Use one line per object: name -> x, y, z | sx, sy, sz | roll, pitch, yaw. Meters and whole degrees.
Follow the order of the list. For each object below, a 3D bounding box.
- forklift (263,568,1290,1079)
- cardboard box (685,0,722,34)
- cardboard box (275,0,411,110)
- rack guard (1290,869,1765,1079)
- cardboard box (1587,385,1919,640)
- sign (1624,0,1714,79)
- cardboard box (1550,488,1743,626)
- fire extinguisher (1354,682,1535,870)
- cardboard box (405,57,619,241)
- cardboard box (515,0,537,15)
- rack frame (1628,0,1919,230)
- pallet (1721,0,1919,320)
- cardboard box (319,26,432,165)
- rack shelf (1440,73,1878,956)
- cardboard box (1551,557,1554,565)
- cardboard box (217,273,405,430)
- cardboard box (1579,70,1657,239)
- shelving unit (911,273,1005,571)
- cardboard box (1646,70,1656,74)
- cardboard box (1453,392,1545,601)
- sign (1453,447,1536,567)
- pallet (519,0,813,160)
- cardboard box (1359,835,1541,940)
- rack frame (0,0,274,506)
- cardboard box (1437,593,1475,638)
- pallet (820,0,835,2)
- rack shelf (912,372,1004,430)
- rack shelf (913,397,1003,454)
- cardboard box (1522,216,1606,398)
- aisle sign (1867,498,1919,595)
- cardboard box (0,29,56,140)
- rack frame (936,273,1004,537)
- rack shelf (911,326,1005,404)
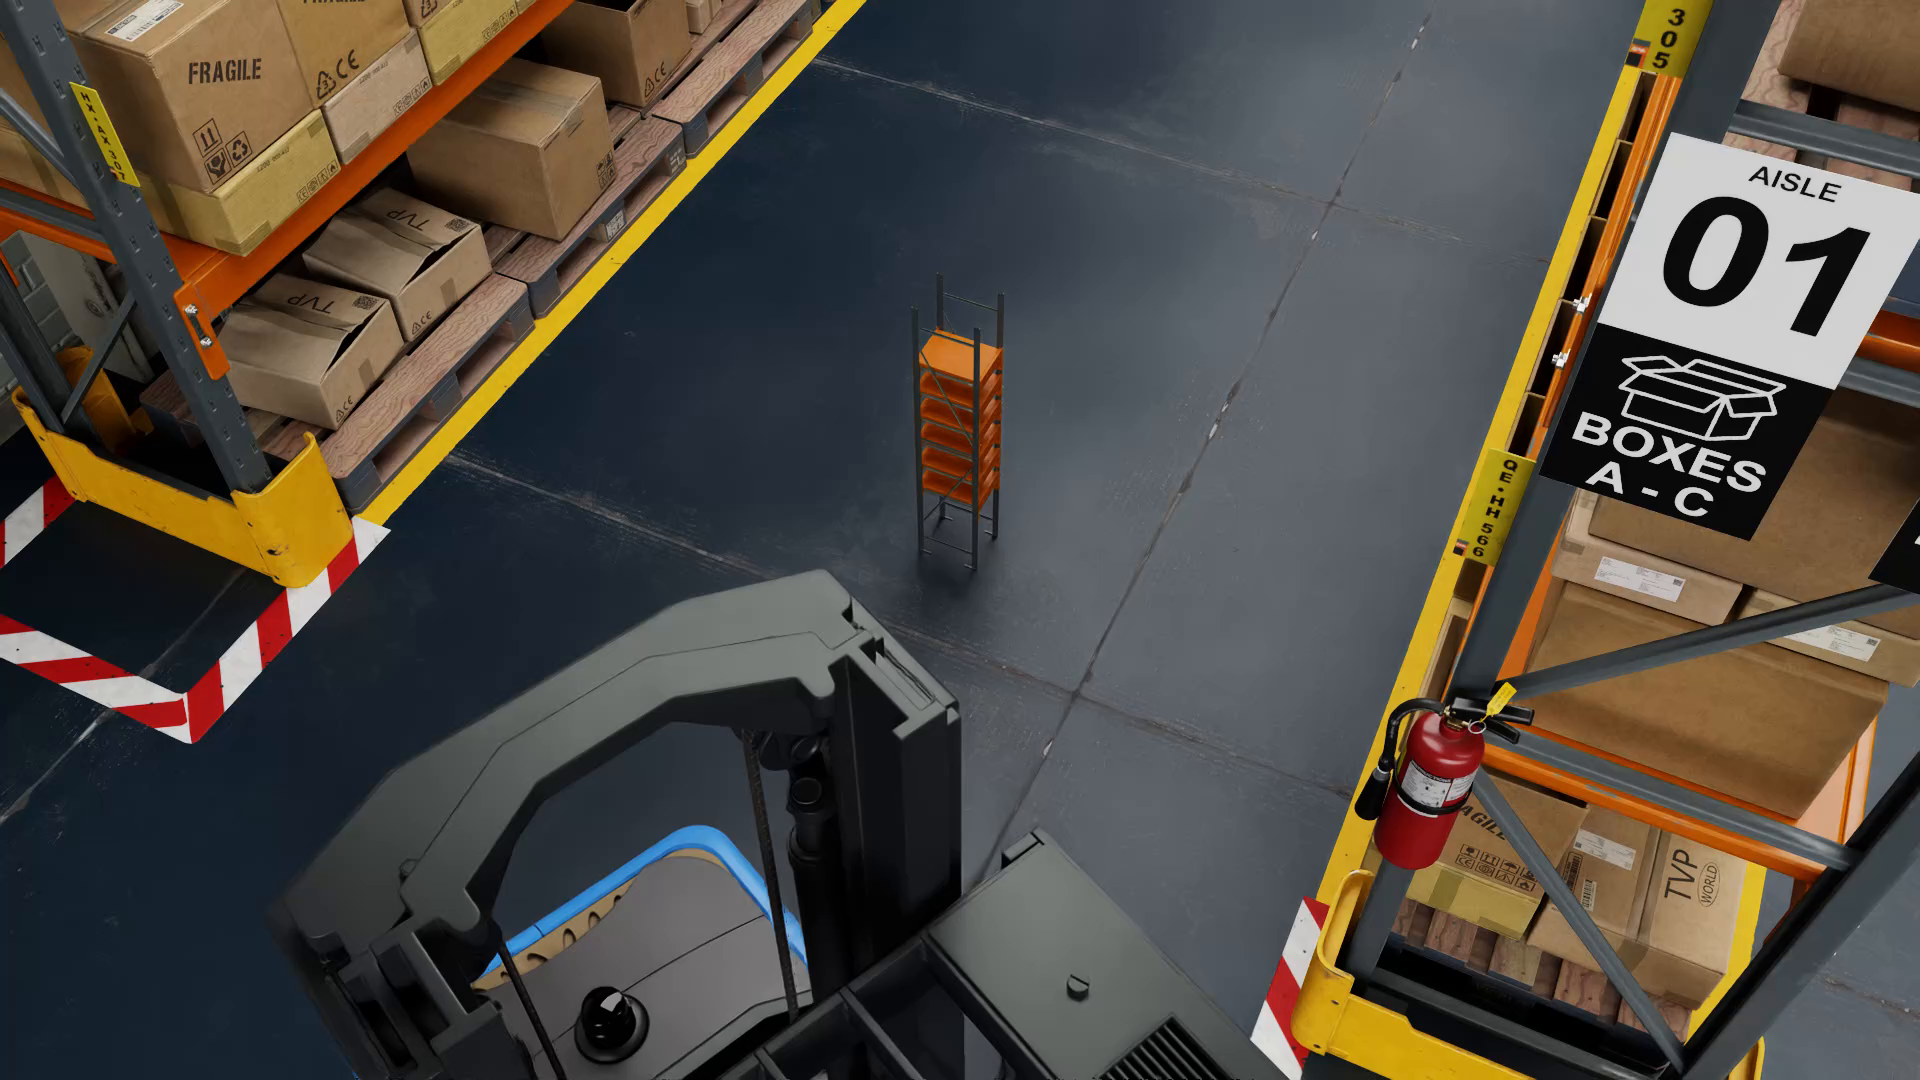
forklift -> -0.097, 1.552, 3.005 | 1.130, 2.935, 3.031 | -32, 57, -24
cardboard box -> -1.390, -2.634, 8.094 | 0.380, 0.166, 0.250 | 14, 51, 11
cardboard box -> -2.202, -1.803, 5.407 | 0.500, 0.500, 0.500 | 20, 52, 16
rack guard -> 1.573, 1.402, 4.729 | 1.175, 0.500, 0.348 | 20, 52, 16
cardboard box -> 1.817, -0.231, 3.560 | 0.700, 0.500, 0.500 | 20, 52, 16
sign -> 1.098, -0.844, 2.500 | 0.100, 0.325, 0.005 | 20, 52, 16
cardboard box -> 1.574, 0.008, 3.782 | 0.380, 0.149, 0.250 | 19, 52, 15
fire extinguisher -> 1.113, 0.531, 3.880 | 0.296, 0.674, 0.183 | 20, 52, 16
cardboard box -> -1.918, -1.695, 7.075 | 0.700, 0.500, 0.500 | 17, 52, 14
cardboard box -> -1.752, -2.283, 6.308 | 0.500, 0.250, 0.500 | 20, 53, 16
rack frame -> 1.583, -1.369, 1.506 | 1.000, 3.000, 0.127 | 20, 52, 16
pallet -> 1.909, -0.846, 3.089 | 1.003, 0.211, 1.213 | 20, 52, 16
cardboard box -> -2.193, -1.587, 5.716 | 0.500, 0.250, 0.500 | 18, 52, 15
rack shelf -> 2.437, -0.569, 5.237 | 1.077, 0.370, 4.000 | 20, 52, 16
cardboard box -> 2.014, -0.137, 4.332 | 0.700, 0.500, 0.500 | 21, 53, 17
cardboard box -> -2.520, -0.752, 6.397 | 0.500, 0.311, 0.500 | 14, 51, 12
cardboard box -> 2.811, -1.450, 6.551 | 0.500, 0.500, 0.500 | 20, 52, 16
shelving unit -> -0.006, -0.379, 5.785 | 0.258, 1.200, 0.189 | 20, 52, 16
cardboard box -> 3.206, -1.978, 7.125 | 0.500, 0.311, 0.500 | 20, 52, 16
cardboard box -> 1.957, -0.072, 5.379 | 0.500, 0.500, 0.500 | 20, 52, 16
sign -> 1.098, -0.063, 3.418 | 0.100, 0.325, 0.005 | 20, 52, 16
pallet -> -1.444, -2.411, 8.163 | 1.003, 0.211, 1.213 | 20, 52, 16
cardboard box -> 1.545, 0.865, 5.074 | 0.500, 0.250, 0.500 | 20, 52, 16
rack frame -> -2.897, -1.034, 5.160 | 1.000, 3.000, 0.127 | 20, 52, 16
cardboard box -> 1.960, 0.172, 5.664 | 0.500, 0.250, 0.500 | 20, 52, 16
pallet -> -0.857, -3.421, 9.022 | 1.003, 0.211, 1.213 | 20, 52, 16
rack shelf -> -0.006, -0.506, 5.636 | 0.258, 0.103, 0.180 | 20, 52, 16
rack shelf -> -0.006, -0.428, 5.727 | 0.258, 0.103, 0.180 | 20, 52, 16
cardboard box -> 2.384, -0.761, 5.965 | 0.500, 0.500, 0.500 | 20, 52, 16
aisle sign -> 1.832, -0.122, 2.677 | 0.394, 0.787, 0.004 | 20, 52, 16
cardboard box -> -2.888, -1.628, 5.259 | 0.500, 0.500, 0.500 | 19, 52, 16
rack frame -> 0.033, -0.442, 5.838 | 0.240, 1.200, 0.006 | 20, 52, 16
rack shelf -> -0.006, -0.583, 5.544 | 0.258, 0.103, 0.180 | 20, 52, 16
